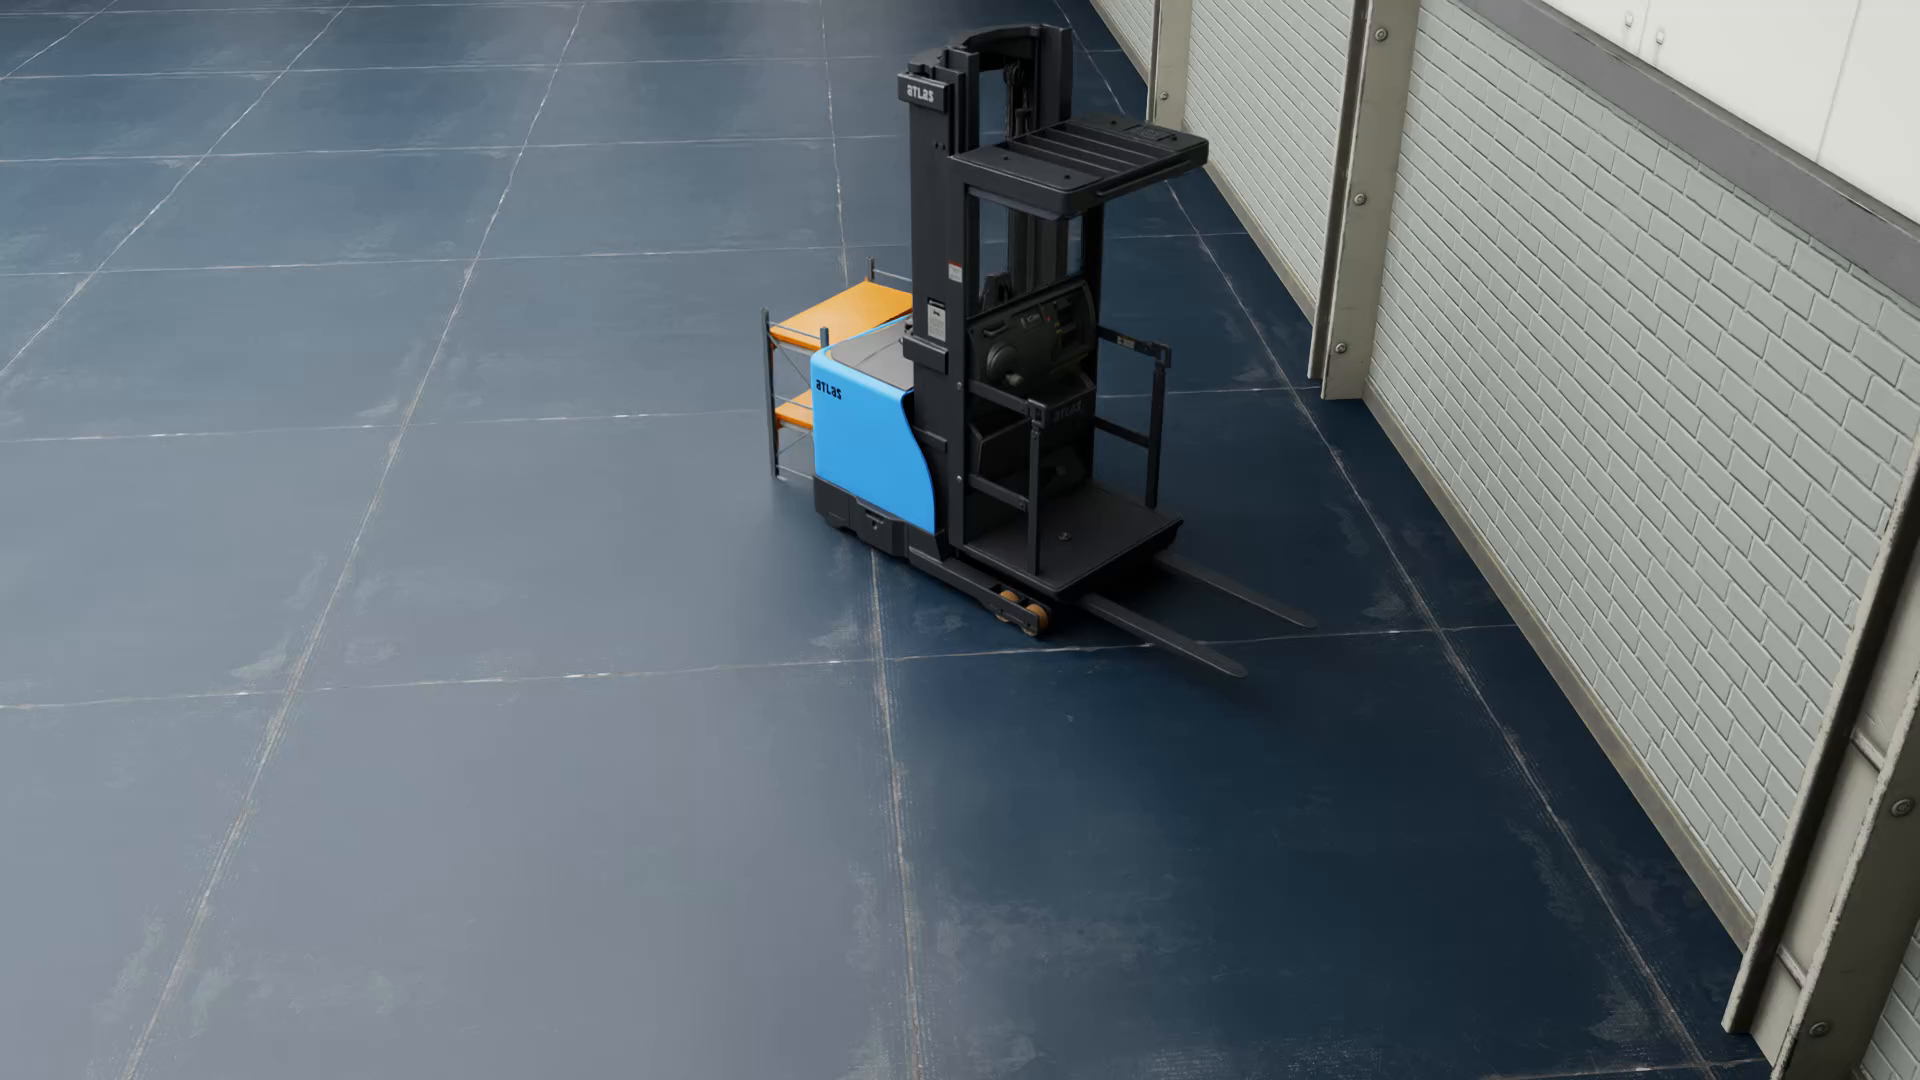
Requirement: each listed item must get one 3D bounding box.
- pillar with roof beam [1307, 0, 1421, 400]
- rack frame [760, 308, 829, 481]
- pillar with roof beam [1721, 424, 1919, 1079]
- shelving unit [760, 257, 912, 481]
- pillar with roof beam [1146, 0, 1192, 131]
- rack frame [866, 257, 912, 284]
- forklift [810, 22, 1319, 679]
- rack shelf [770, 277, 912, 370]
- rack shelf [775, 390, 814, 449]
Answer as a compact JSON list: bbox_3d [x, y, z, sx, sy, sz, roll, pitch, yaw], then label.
[{"bbox_3d":[-1.673,-4.723,8.882,9.100,9.000,0.400,-3,31,-5],"label":"pillar with roof beam"},{"bbox_3d":[-0.972,-0.815,10.017,0.500,1.125,0.032,20,36,30],"label":"rack frame"},{"bbox_3d":[-1.113,-1.660,3.754,9.100,9.000,0.400,-3,31,-5],"label":"pillar with roof beam"},{"bbox_3d":[-0.678,-1.027,10.373,0.538,1.125,1.048,20,36,30],"label":"shelving unit"},{"bbox_3d":[-2.234,-7.787,14.011,9.100,9.000,0.400,-3,31,-5],"label":"pillar with roof beam"},{"bbox_3d":[-0.383,-1.240,10.729,0.500,1.125,0.032,20,36,30],"label":"rack frame"},{"bbox_3d":[0.538,-1.049,8.648,3.031,2.935,1.130,26,40,37],"label":"forklift"},{"bbox_3d":[-0.678,-1.279,10.223,0.538,0.278,1.000,20,36,30],"label":"rack shelf"},{"bbox_3d":[-0.678,-0.817,10.498,0.538,0.278,1.000,20,36,30],"label":"rack shelf"}]
